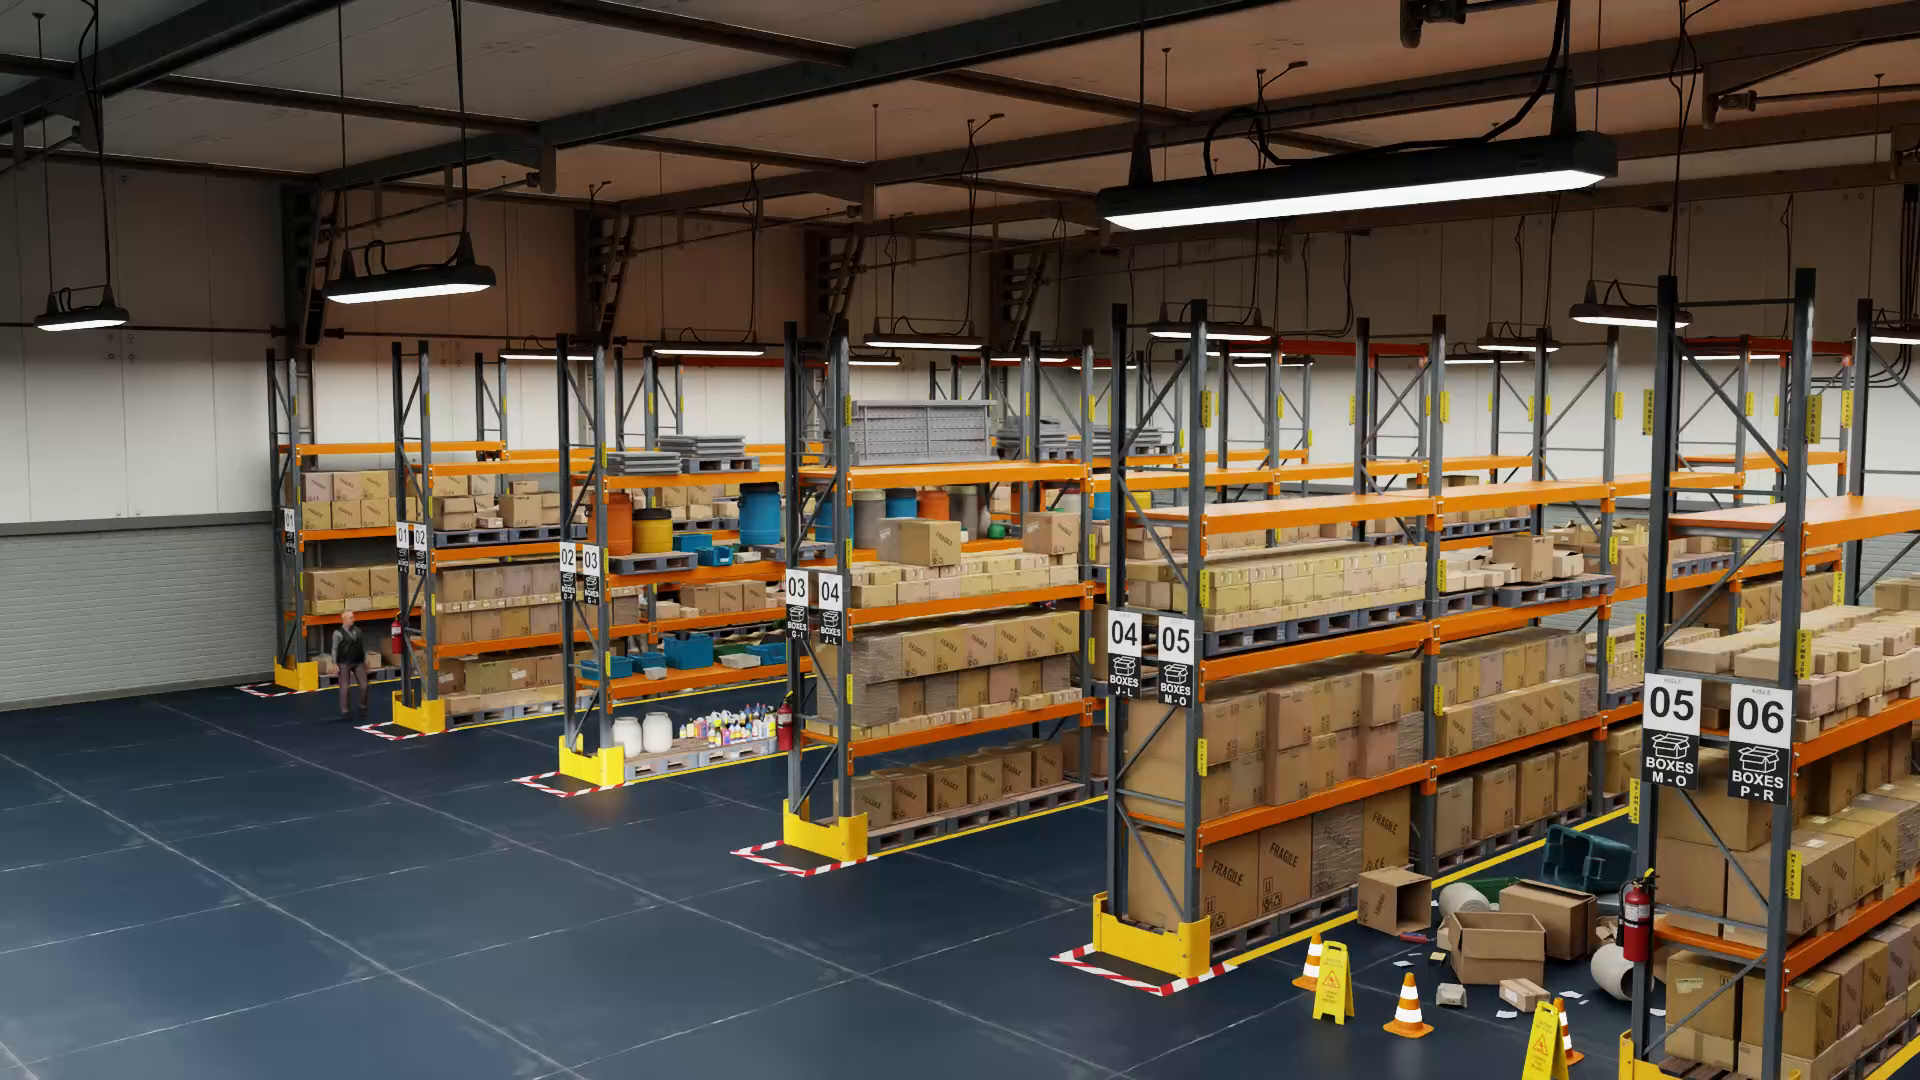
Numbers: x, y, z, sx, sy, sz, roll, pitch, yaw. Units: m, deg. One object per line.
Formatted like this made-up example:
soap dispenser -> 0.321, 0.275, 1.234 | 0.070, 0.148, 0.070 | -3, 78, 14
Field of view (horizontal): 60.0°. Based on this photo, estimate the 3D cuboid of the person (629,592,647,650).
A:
person -> -6.299, 1.543, 32.434 | 0.531, 1.699, 0.548 | -2, 5, -17

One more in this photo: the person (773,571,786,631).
person -> -3.427, 1.452, 33.249 | 0.877, 1.813, 0.775 | -5, 7, -43

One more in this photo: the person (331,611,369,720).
person -> -9.794, 2.011, 26.673 | 0.600, 1.746, 0.428 | -4, 7, -41
